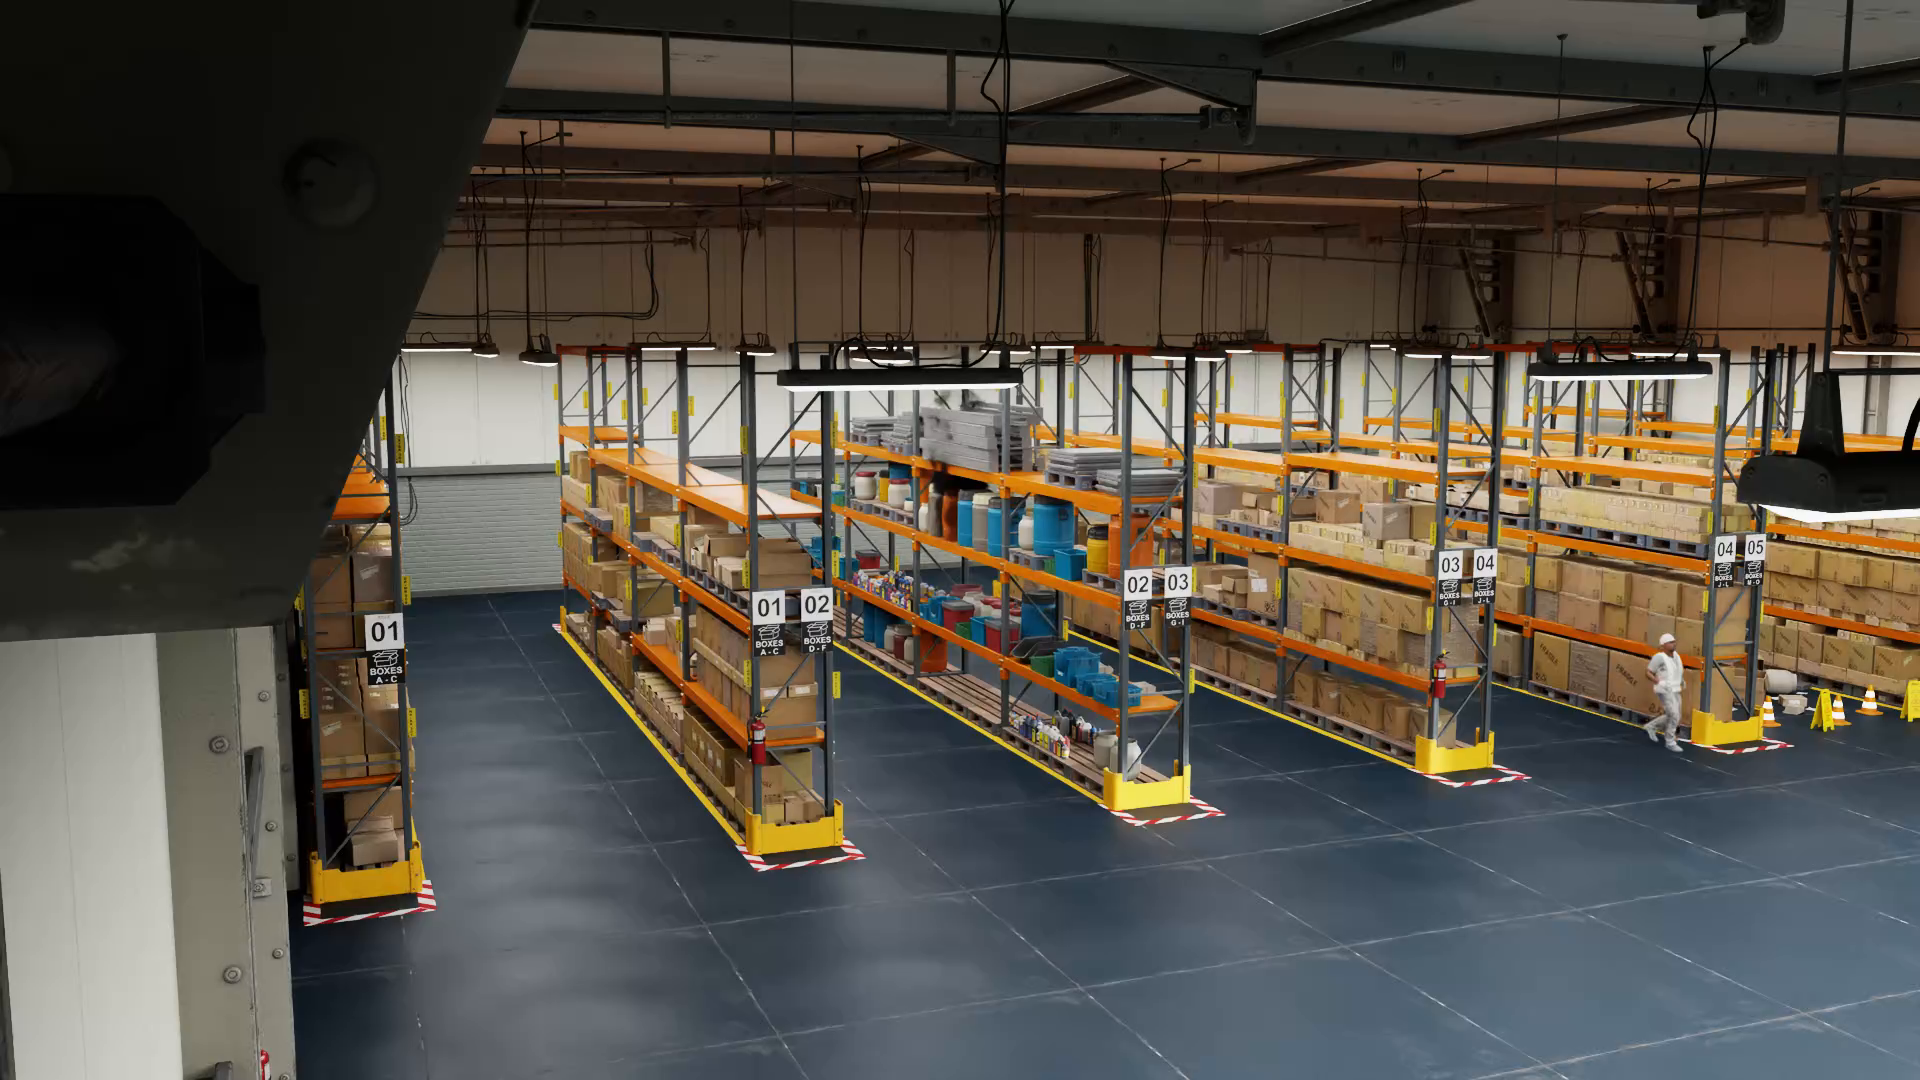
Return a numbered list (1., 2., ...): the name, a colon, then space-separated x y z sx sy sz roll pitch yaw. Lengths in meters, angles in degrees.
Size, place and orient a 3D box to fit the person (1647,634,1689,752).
1. person: 10.697 2.302 25.115 0.707 1.773 0.646 -6 9 -38
